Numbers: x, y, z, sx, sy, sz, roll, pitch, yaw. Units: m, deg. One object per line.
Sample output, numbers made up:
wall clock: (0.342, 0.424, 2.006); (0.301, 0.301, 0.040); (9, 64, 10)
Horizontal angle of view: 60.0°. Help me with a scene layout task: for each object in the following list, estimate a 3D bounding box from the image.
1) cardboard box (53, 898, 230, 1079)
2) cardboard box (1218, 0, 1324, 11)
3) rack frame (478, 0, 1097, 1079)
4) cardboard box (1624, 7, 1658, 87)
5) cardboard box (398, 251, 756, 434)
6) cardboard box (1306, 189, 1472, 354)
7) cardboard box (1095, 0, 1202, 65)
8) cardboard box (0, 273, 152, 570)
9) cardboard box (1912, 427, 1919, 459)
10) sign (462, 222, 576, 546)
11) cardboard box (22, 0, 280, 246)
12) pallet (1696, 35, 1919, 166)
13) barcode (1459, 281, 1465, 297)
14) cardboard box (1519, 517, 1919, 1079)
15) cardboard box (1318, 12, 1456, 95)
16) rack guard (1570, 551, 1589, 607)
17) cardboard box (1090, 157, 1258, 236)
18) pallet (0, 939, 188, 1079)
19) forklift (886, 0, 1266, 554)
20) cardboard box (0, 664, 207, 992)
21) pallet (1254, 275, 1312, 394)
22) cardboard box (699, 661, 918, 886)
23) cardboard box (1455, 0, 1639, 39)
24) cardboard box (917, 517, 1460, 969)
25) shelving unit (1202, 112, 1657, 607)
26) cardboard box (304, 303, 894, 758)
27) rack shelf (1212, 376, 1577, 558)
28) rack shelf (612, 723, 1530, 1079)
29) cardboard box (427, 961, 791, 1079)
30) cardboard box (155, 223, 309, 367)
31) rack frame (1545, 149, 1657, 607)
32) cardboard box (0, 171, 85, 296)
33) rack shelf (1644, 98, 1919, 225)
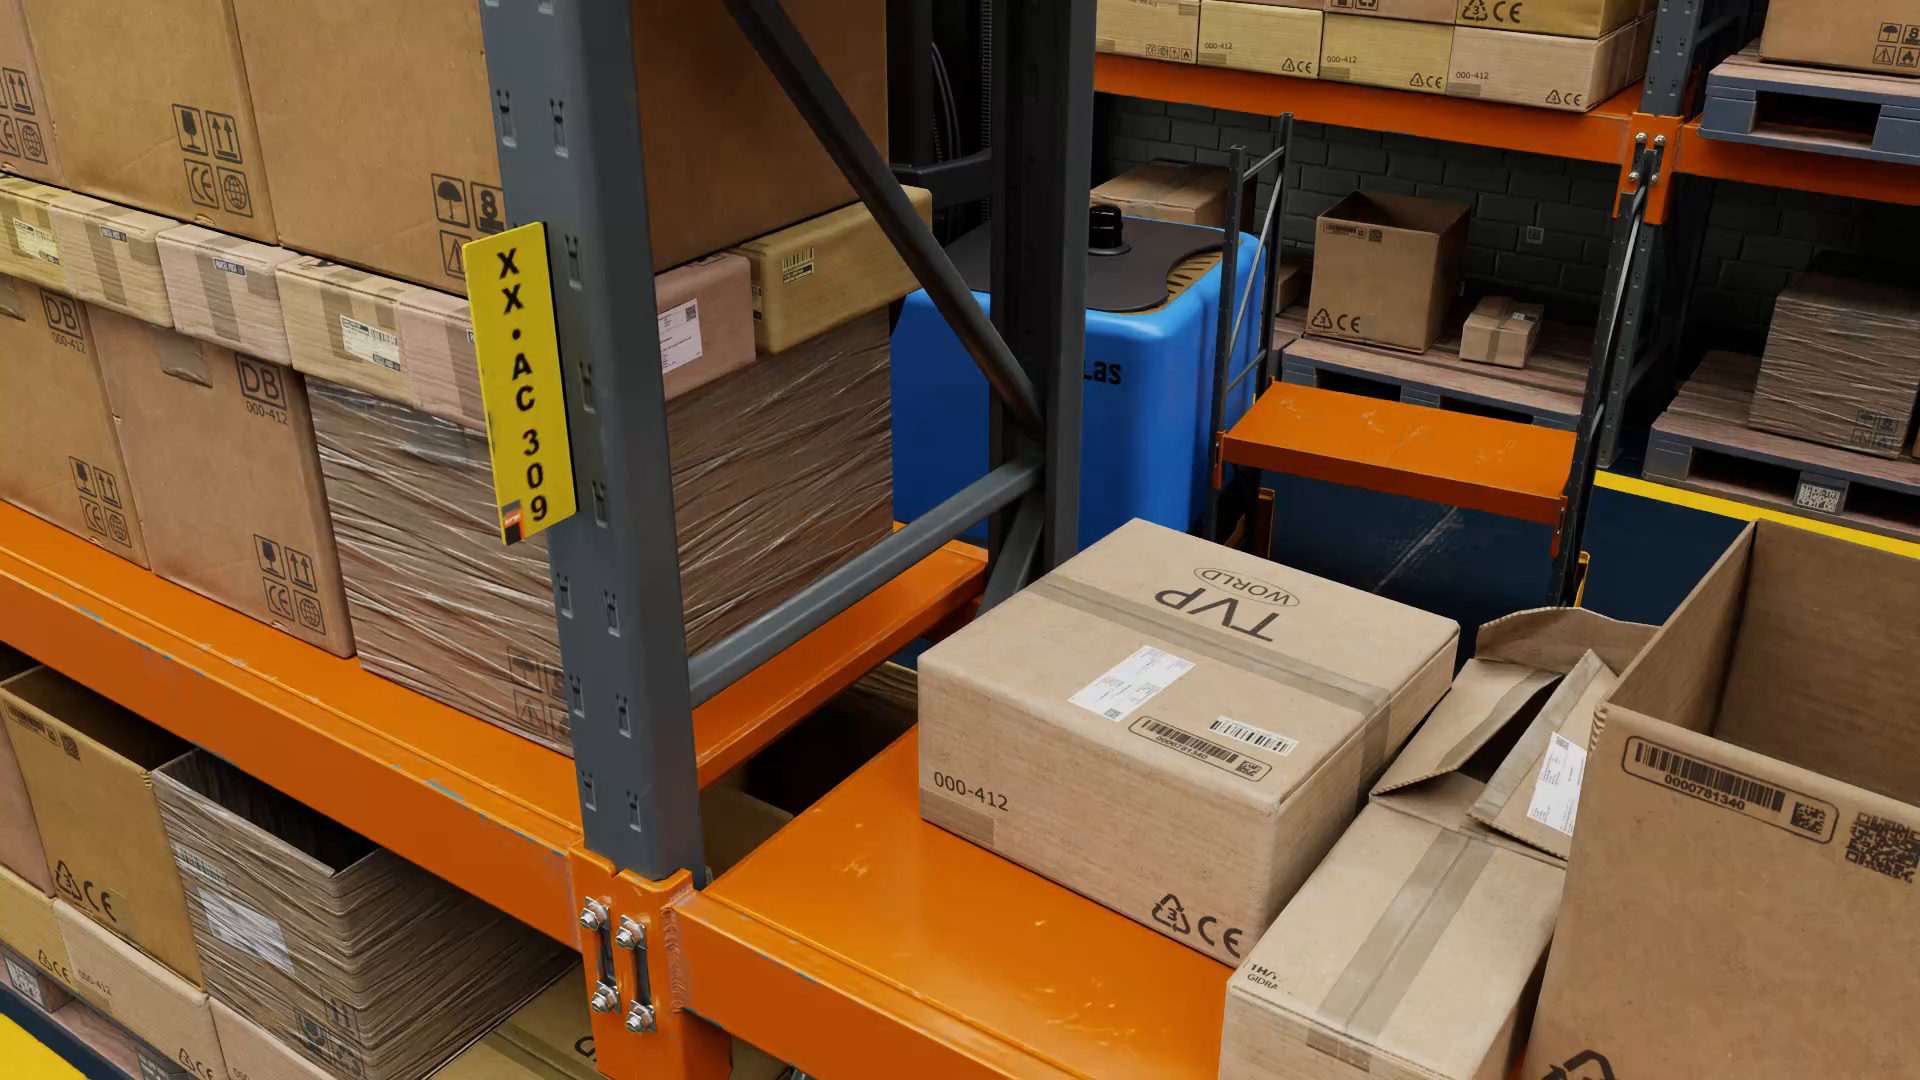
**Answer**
cardboard box: (-1.470, 0.803, 3.434); (0.500, 0.250, 0.500); (17, 32, 30)
cardboard box: (1.276, -2.338, 6.353); (0.500, 0.500, 0.500); (16, 31, 29)
rack frame: (-0.135, 0.055, 2.334); (0.053, 2.616, 0.949); (17, 32, 30)
cardboard box: (2.399, -1.939, 6.397); (0.500, 0.250, 0.500); (18, 32, 31)
cardboard box: (-0.482, -0.267, 2.142); (0.250, 0.149, 0.380); (17, 32, 30)
cardboard box: (1.787, -1.130, 6.934); (0.500, 0.500, 0.500); (15, 30, 27)
cardboard box: (0.858, -2.130, 6.771); (0.500, 0.250, 0.500); (18, 32, 31)
cardboard box: (-1.356, -0.363, 3.046); (0.500, 0.500, 0.700); (18, 32, 31)
cardboard box: (3.735, -0.582, 5.857); (0.500, 0.500, 0.700); (17, 31, 29)
sign: (-0.450, -0.157, 1.709); (0.005, 0.325, 0.100); (17, 32, 30)
cardboard box: (-0.923, -0.807, 2.488); (0.500, 0.500, 0.700); (17, 32, 30)
pallet: (3.212, -1.460, 5.524); (1.213, 0.211, 1.003); (17, 32, 30)
barcode: (2.134, -1.084, 7.153); (0.075, 0.075, 0.001); (17, 32, 30)
cardboard box: (0.921, 0.351, 1.644); (0.500, 0.500, 0.500); (20, 33, 34)
cardboard box: (1.697, -1.878, 6.276); (0.500, 0.250, 0.500); (17, 32, 31)
rack guard: (1.772, 0.262, 4.960); (0.087, 0.250, 0.587); (13, 30, 24)
cardboard box: (0.933, -1.341, 7.348); (0.500, 0.500, 0.700); (15, 31, 27)
pallet: (-1.778, 0.766, 4.011); (1.213, 0.211, 1.003); (17, 32, 30)
forklift: (-0.562, -1.434, 5.337); (3.031, 2.935, 1.130); (13, 30, 24)
cardboard box: (-1.463, 0.464, 3.274); (0.500, 0.500, 0.500); (17, 32, 30)
pallet: (1.081, -1.026, 7.533); (1.213, 0.211, 1.003); (17, 32, 30)
cardboard box: (-0.342, 0.525, 3.154); (0.500, 0.500, 0.500); (17, 32, 30)
cardboard box: (2.100, -2.078, 5.843); (0.500, 0.500, 0.500); (17, 32, 30)
cardboard box: (0.294, 0.234, 2.149); (0.500, 0.250, 0.500); (20, 33, 33)
shelving unit: (1.328, -0.397, 4.877); (1.083, 1.500, 0.587); (13, 30, 24)
cardboard box: (-0.506, -0.100, 2.528); (0.500, 0.500, 0.700); (16, 31, 29)
rack shelf: (1.320, -0.239, 4.962); (1.000, 0.185, 0.538); (13, 30, 24)
rack shelf: (1.512, 0.891, 1.486); (4.000, 0.370, 1.077); (17, 32, 30)
cardboard box: (-0.643, 1.058, 2.933); (0.500, 0.250, 0.500); (17, 32, 30)
cardboard box: (-0.902, -0.397, 2.398); (0.250, 0.149, 0.380); (16, 31, 29)
rack frame: (1.774, -0.295, 4.676); (0.032, 1.500, 0.500); (13, 30, 24)
cardboard box: (-1.320, -0.529, 2.656); (0.250, 0.149, 0.380); (17, 32, 30)
rack shelf: (4.313, -0.962, 5.127); (4.000, 0.370, 1.077); (17, 32, 30)
